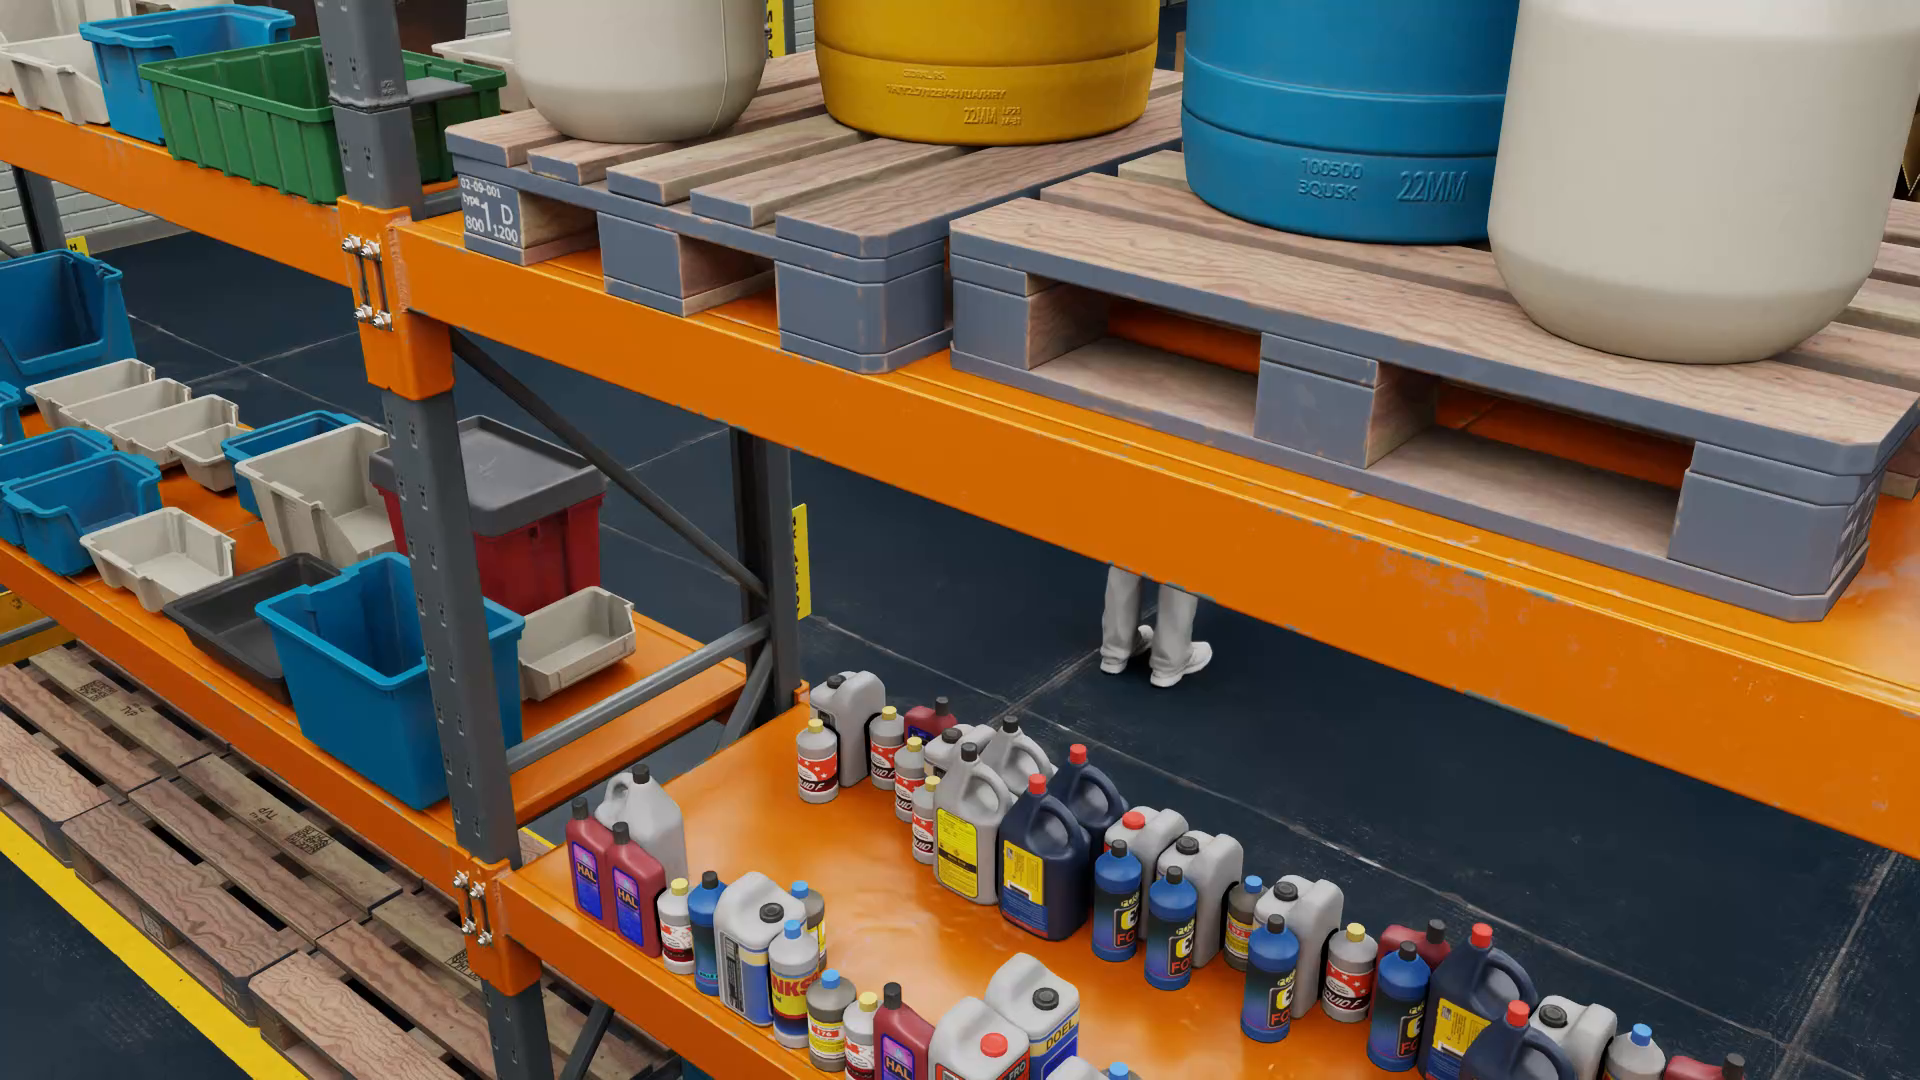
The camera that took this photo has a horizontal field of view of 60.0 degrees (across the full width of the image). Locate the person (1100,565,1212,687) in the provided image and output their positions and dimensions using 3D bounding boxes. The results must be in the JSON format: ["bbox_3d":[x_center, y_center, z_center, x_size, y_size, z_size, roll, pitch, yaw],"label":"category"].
[{"bbox_3d":[0.837,-0.239,6.704,0.526,1.683,0.561,21,33,35],"label":"person"}]
